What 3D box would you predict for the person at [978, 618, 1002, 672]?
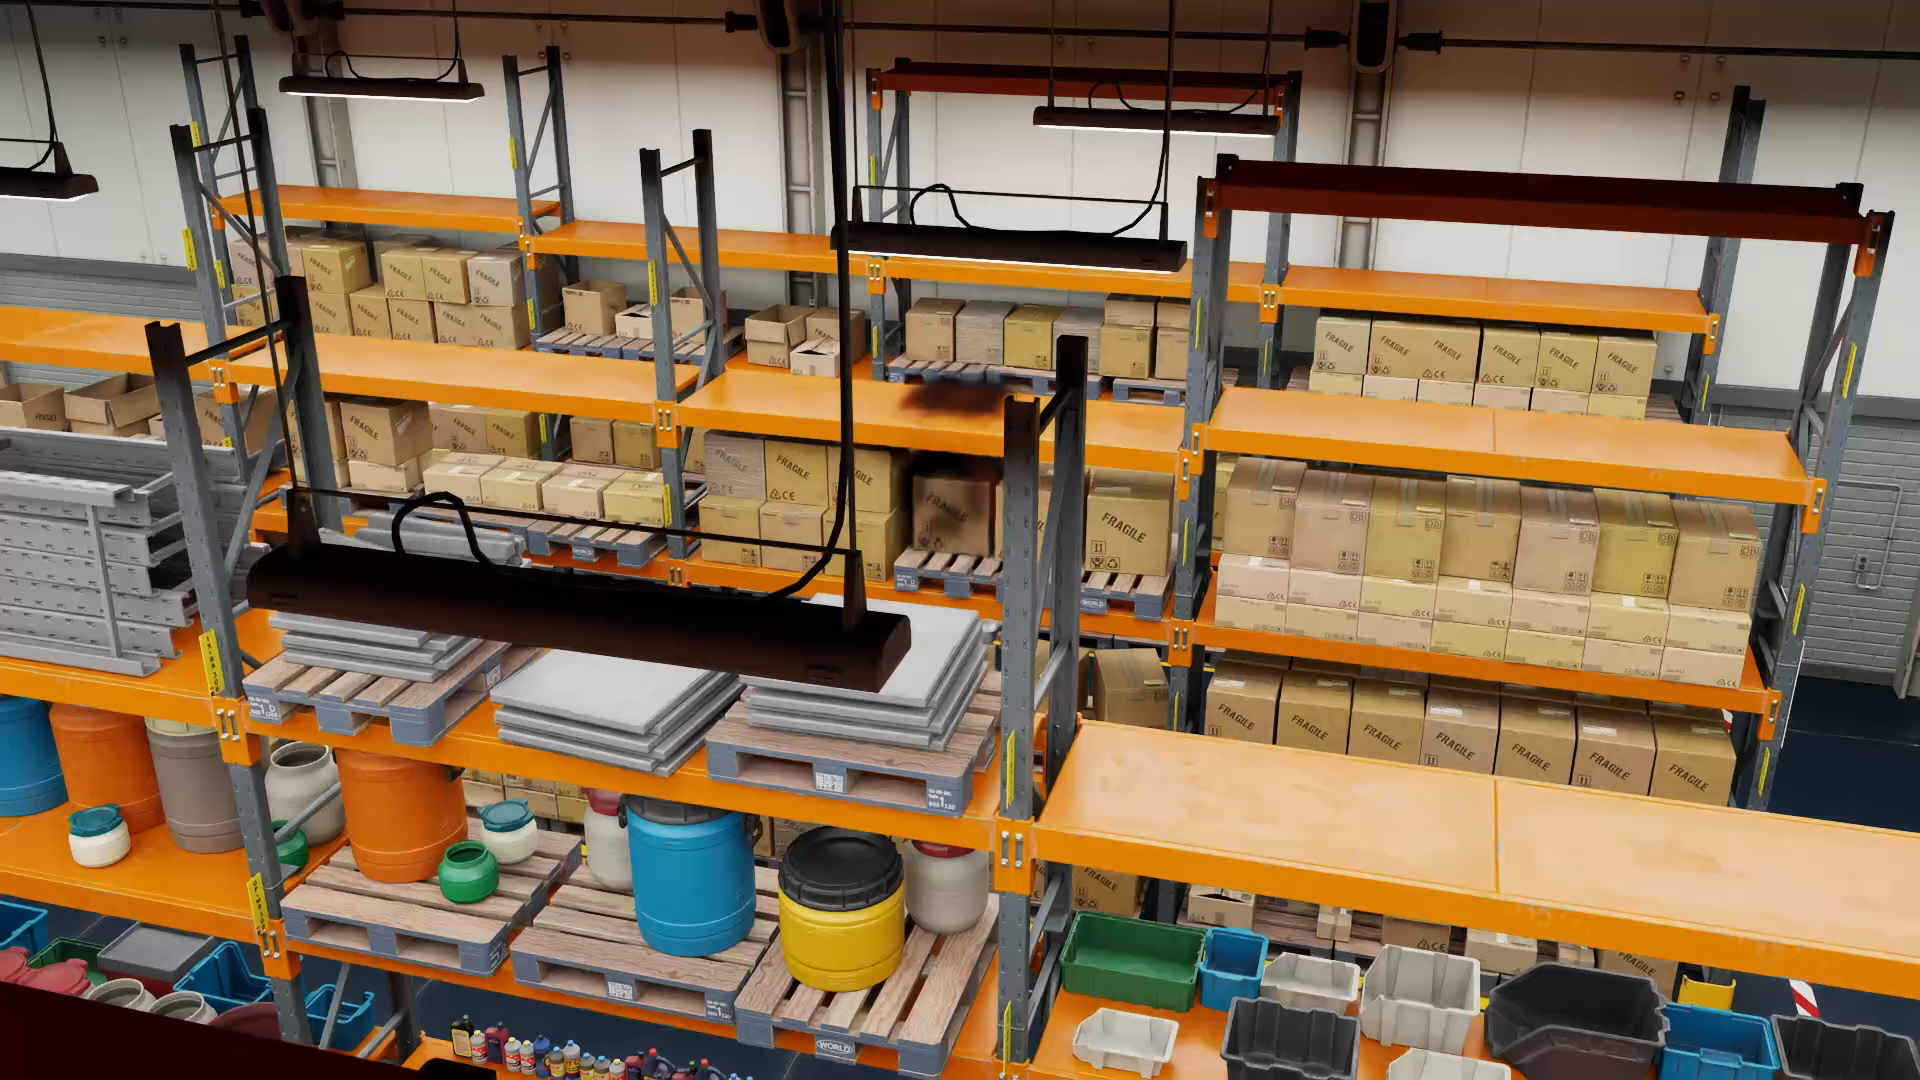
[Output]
[{"bbox_3d":[0.184,0.866,16.421,0.653,1.752,0.502,21,30,40],"label":"person"}]
